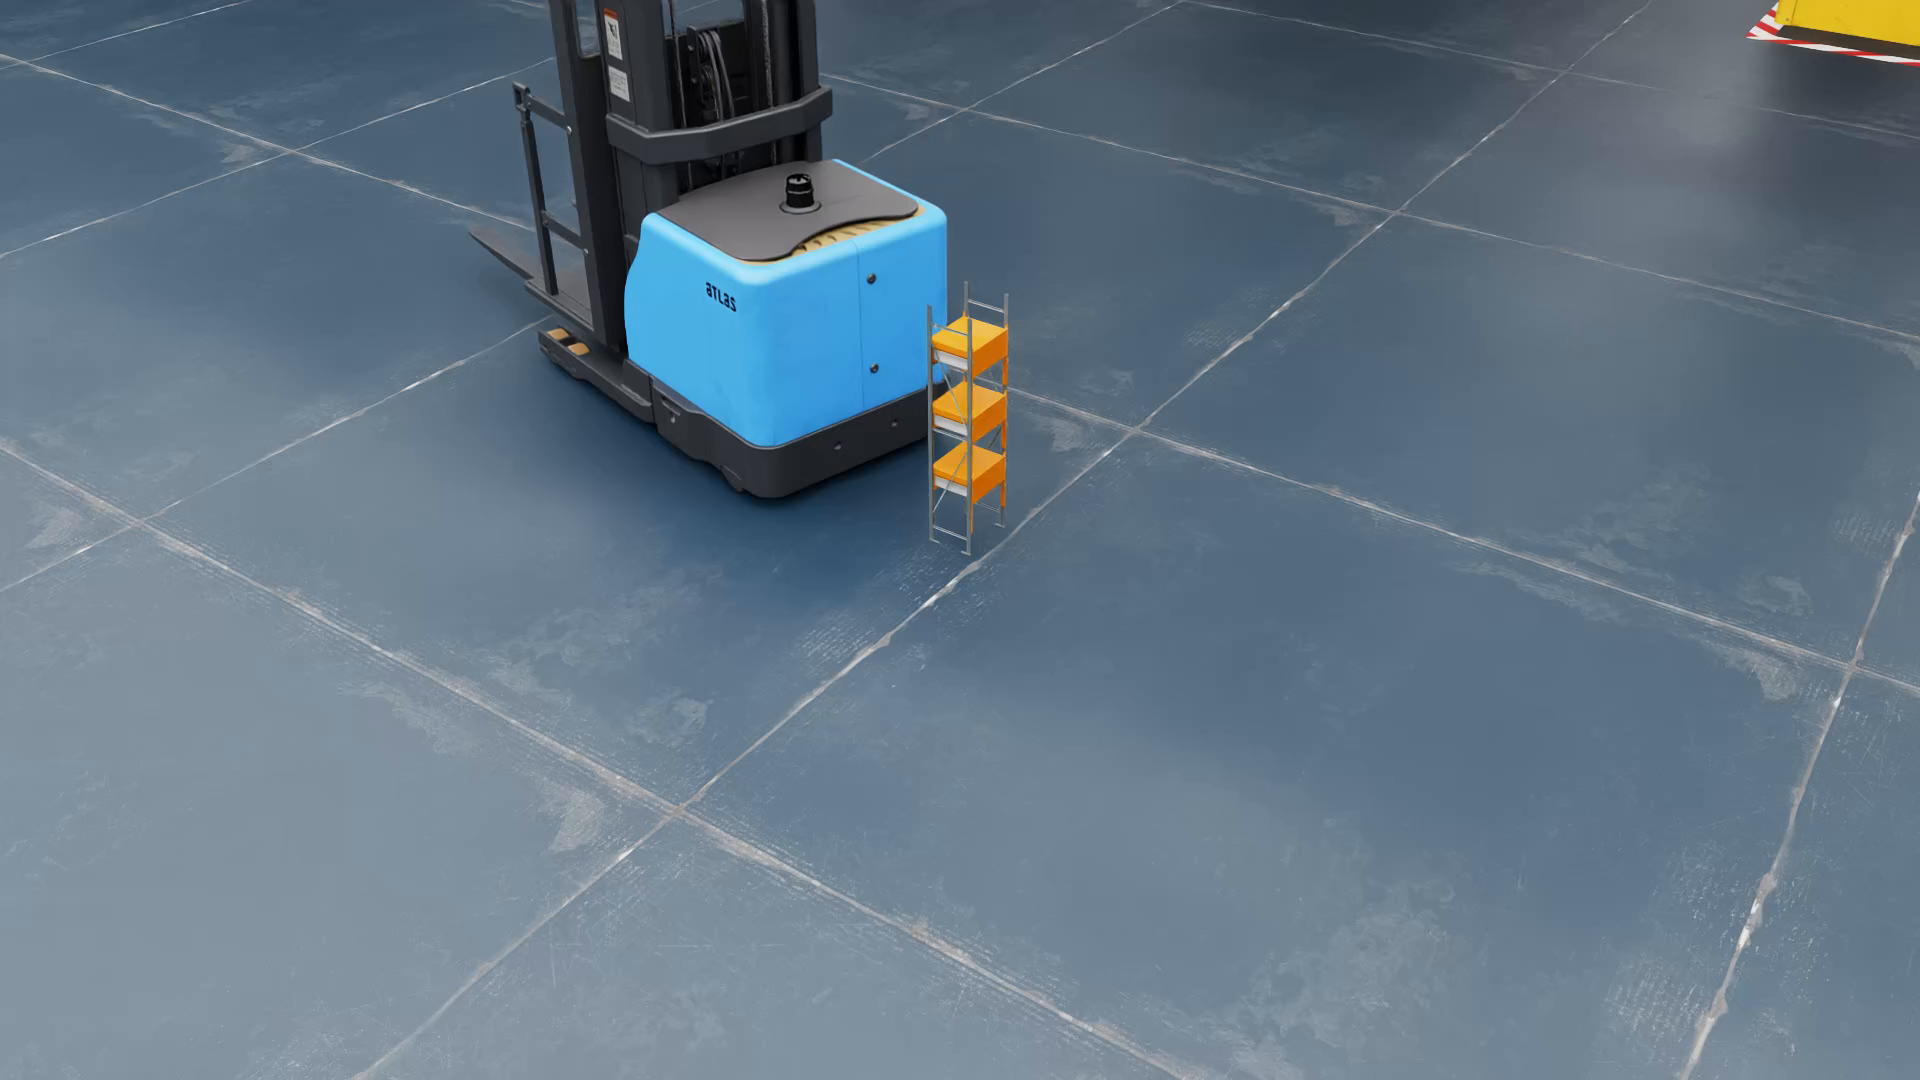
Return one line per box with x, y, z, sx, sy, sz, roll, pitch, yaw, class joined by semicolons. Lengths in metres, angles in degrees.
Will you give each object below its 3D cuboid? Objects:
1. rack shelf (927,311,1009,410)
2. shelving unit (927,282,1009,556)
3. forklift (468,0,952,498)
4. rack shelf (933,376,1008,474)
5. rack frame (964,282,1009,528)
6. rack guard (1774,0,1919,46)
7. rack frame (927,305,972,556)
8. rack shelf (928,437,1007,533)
0.031;-0.686;6.339;0.215;0.259;0.240;21;39;28;rack shelf
0.031;-0.460;6.492;0.215;1.050;0.252;21;39;28;shelving unit
-1.369;-2.141;7.299;1.130;2.935;3.031;-25;41;-32;forklift
0.031;-0.451;6.498;0.215;0.259;0.240;21;39;28;rack shelf
0.100;-0.516;6.575;0.200;1.050;0.008;21;39;28;rack frame
6.684;-3.988;12.201;1.175;0.500;0.348;21;39;28;rack guard
-0.039;-0.403;6.409;0.200;1.050;0.008;21;39;28;rack frame
0.031;-0.221;6.654;0.215;0.259;0.240;21;39;28;rack shelf
